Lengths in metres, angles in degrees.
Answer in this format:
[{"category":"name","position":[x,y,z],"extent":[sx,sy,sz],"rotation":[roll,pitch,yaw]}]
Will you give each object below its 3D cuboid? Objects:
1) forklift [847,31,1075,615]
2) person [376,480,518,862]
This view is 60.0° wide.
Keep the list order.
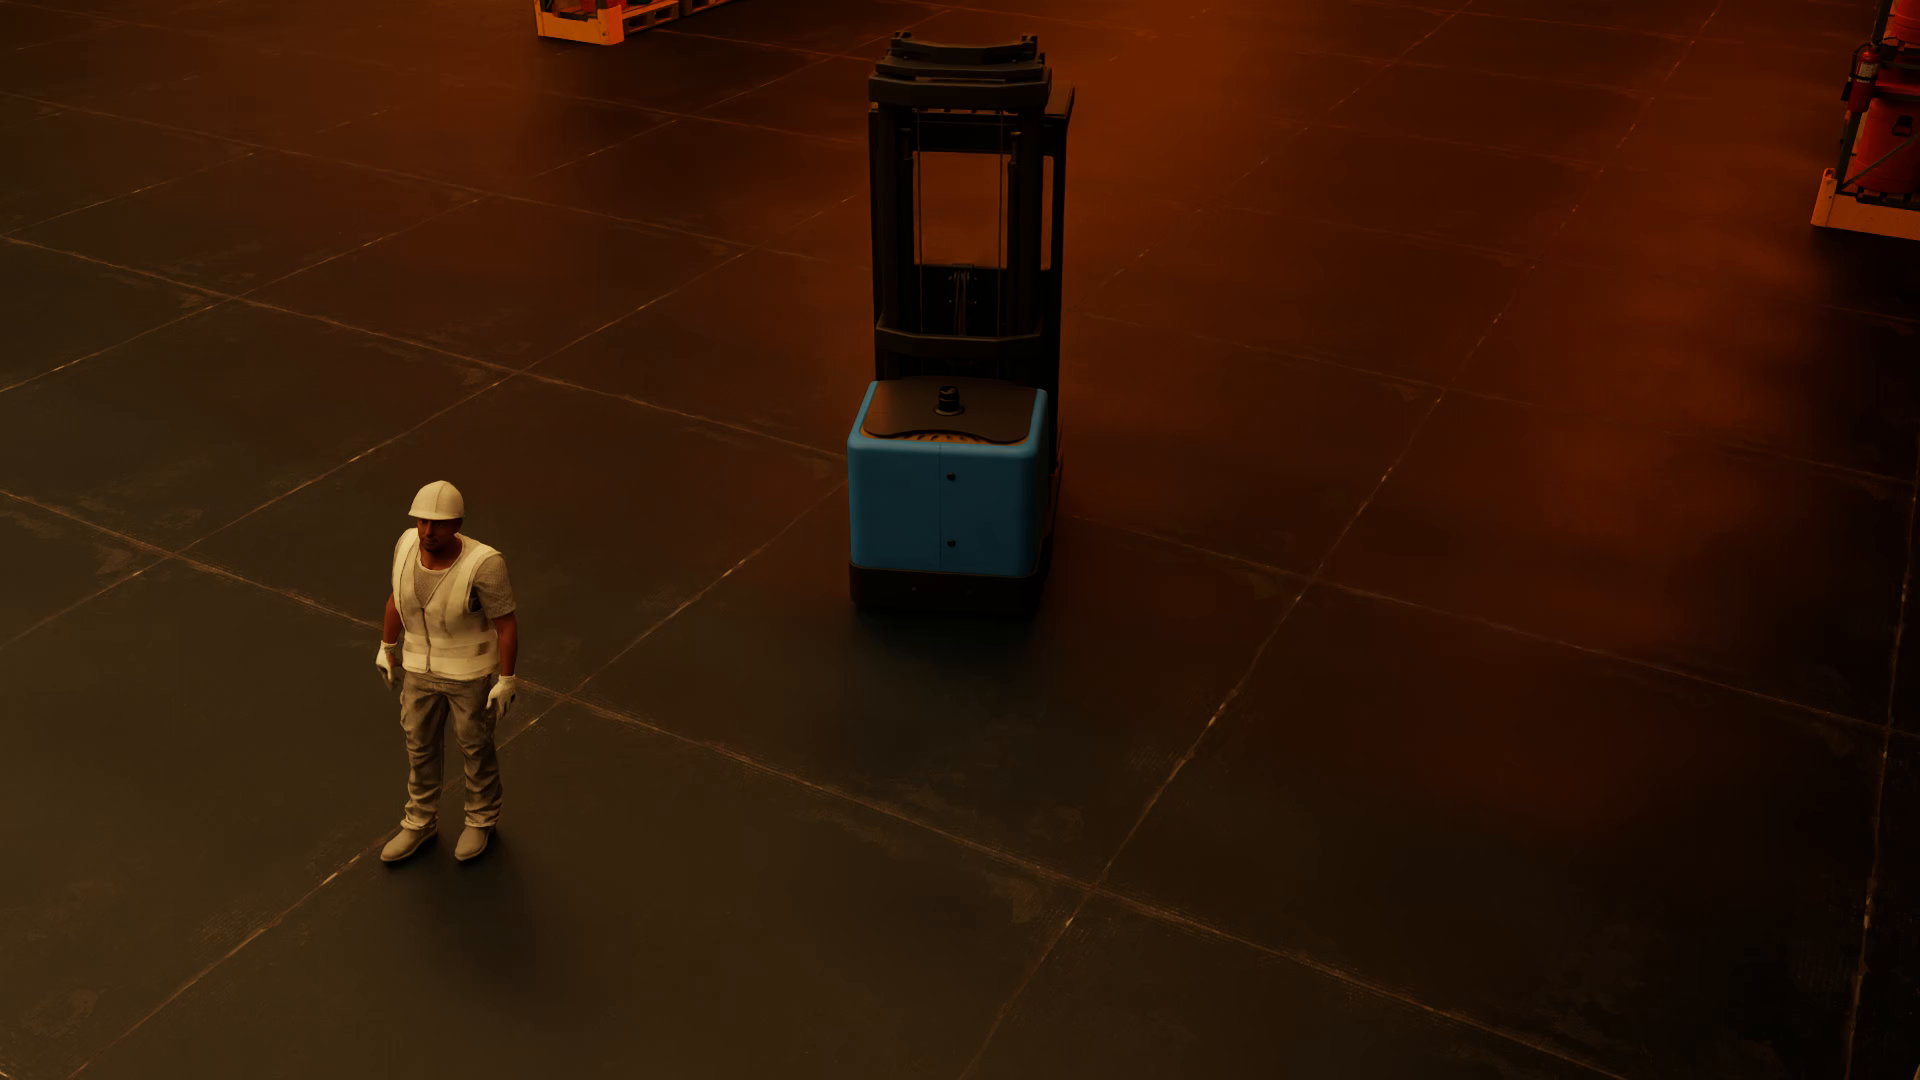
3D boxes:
[{"category":"forklift","position":[0.072,-1.572,9.794],"extent":[1.130,2.935,3.031],"rotation":[3,30,6]},{"category":"person","position":[-2.237,0.596,7.172],"extent":[0.656,1.785,0.575],"rotation":[9,31,15]}]
